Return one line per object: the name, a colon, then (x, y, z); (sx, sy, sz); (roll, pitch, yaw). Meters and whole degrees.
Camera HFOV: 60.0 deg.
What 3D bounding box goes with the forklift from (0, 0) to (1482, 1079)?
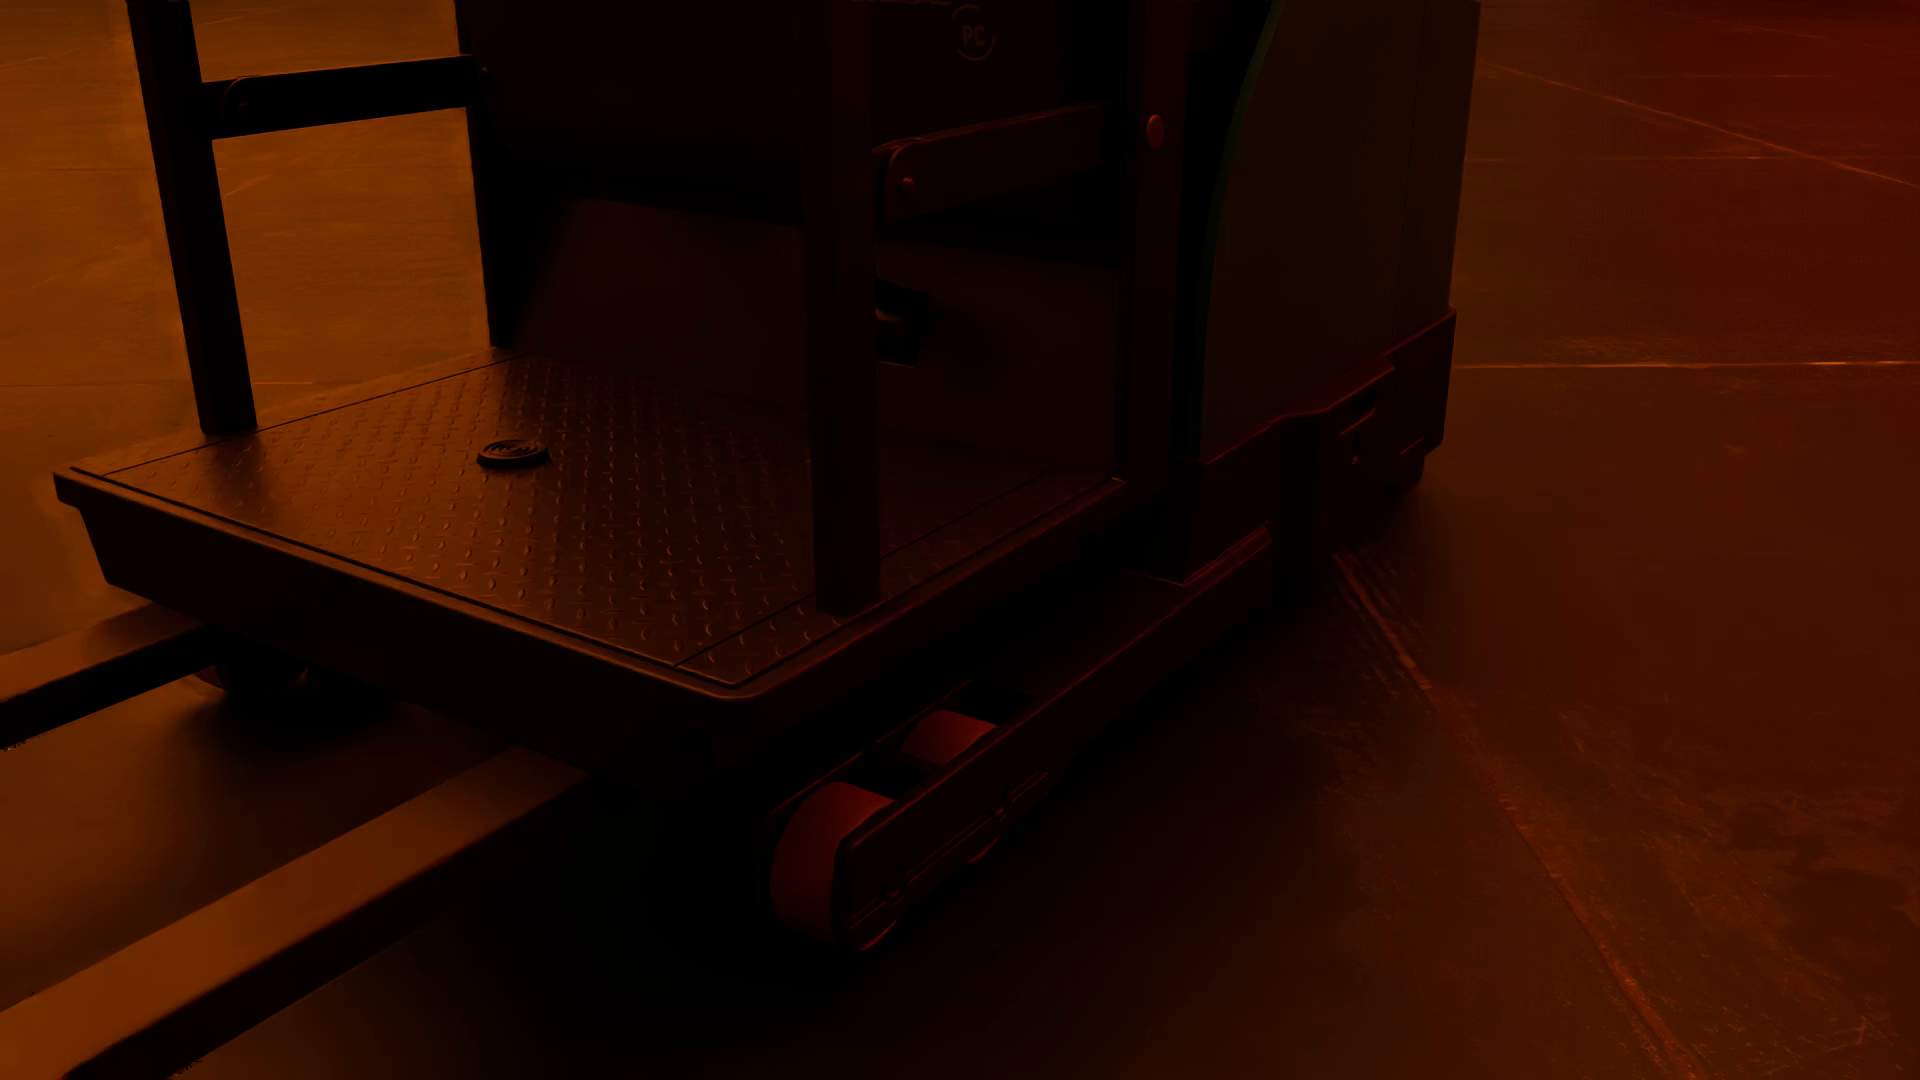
forklift: (-0.368, -1.148, 1.649); (1.130, 2.935, 3.031); (14, 25, 31)
